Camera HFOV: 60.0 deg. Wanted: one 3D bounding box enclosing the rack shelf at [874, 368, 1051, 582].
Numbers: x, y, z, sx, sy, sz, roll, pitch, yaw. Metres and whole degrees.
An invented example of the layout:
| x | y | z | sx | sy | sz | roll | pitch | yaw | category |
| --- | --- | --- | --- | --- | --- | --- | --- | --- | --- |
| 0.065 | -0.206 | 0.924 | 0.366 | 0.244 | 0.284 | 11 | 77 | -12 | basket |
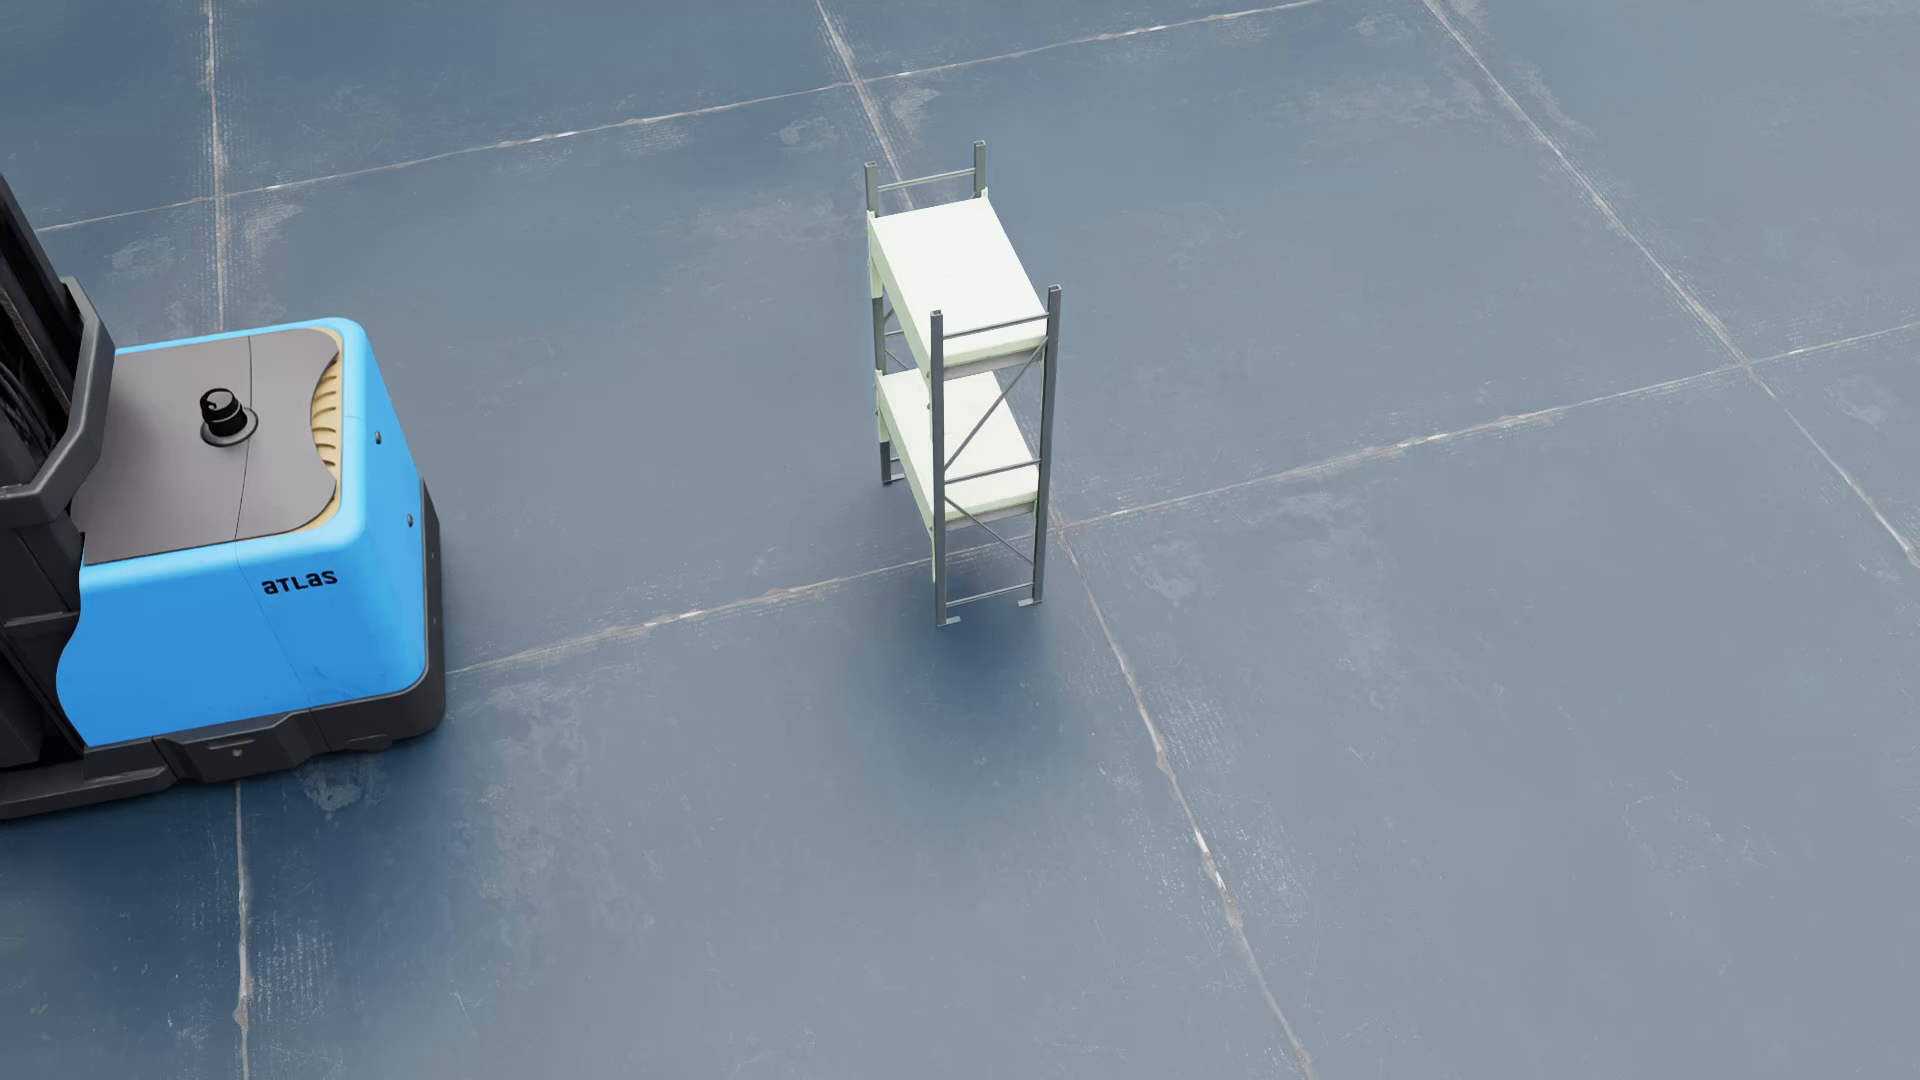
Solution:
| x | y | z | sx | sy | sz | roll | pitch | yaw | category |
| --- | --- | --- | --- | --- | --- | --- | --- | --- | --- |
| -0.002 | -0.278 | 5.930 | 0.431 | 0.370 | 0.720 | -13 | 51 | -11 | rack shelf |

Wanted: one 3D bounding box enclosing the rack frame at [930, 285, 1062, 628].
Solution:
| x | y | z | sx | sy | sz | roll | pitch | yaw | category |
| --- | --- | --- | --- | --- | --- | --- | --- | --- | --- |
| 0.106 | -0.221 | 5.455 | 0.400 | 1.500 | 0.023 | -13 | 51 | -11 | rack frame |

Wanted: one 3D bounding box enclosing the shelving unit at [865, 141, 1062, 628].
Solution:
| x | y | z | sx | sy | sz | roll | pitch | yaw | category |
| --- | --- | --- | --- | --- | --- | --- | --- | --- | --- |
| -0.002 | -0.488 | 5.681 | 0.431 | 1.500 | 0.755 | -13 | 51 | -11 | shelving unit |

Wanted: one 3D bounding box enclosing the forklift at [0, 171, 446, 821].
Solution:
| x | y | z | sx | sy | sz | roll | pitch | yaw | category |
| --- | --- | --- | --- | --- | --- | --- | --- | --- | --- |
| -3.327 | -0.388 | 4.660 | 3.031 | 2.935 | 1.130 | -10 | 51 | -8 | forklift |

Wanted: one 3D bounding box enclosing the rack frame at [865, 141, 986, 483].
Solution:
| x | y | z | sx | sy | sz | roll | pitch | yaw | category |
| --- | --- | --- | --- | --- | --- | --- | --- | --- | --- |
| -0.110 | -0.756 | 5.906 | 0.400 | 1.500 | 0.023 | -13 | 51 | -11 | rack frame |

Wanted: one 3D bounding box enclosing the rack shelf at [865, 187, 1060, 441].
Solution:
| x | y | z | sx | sy | sz | roll | pitch | yaw | category |
| --- | --- | --- | --- | --- | --- | --- | --- | --- | --- |
| -0.002 | -0.740 | 5.382 | 0.431 | 0.370 | 0.720 | -13 | 51 | -11 | rack shelf |
